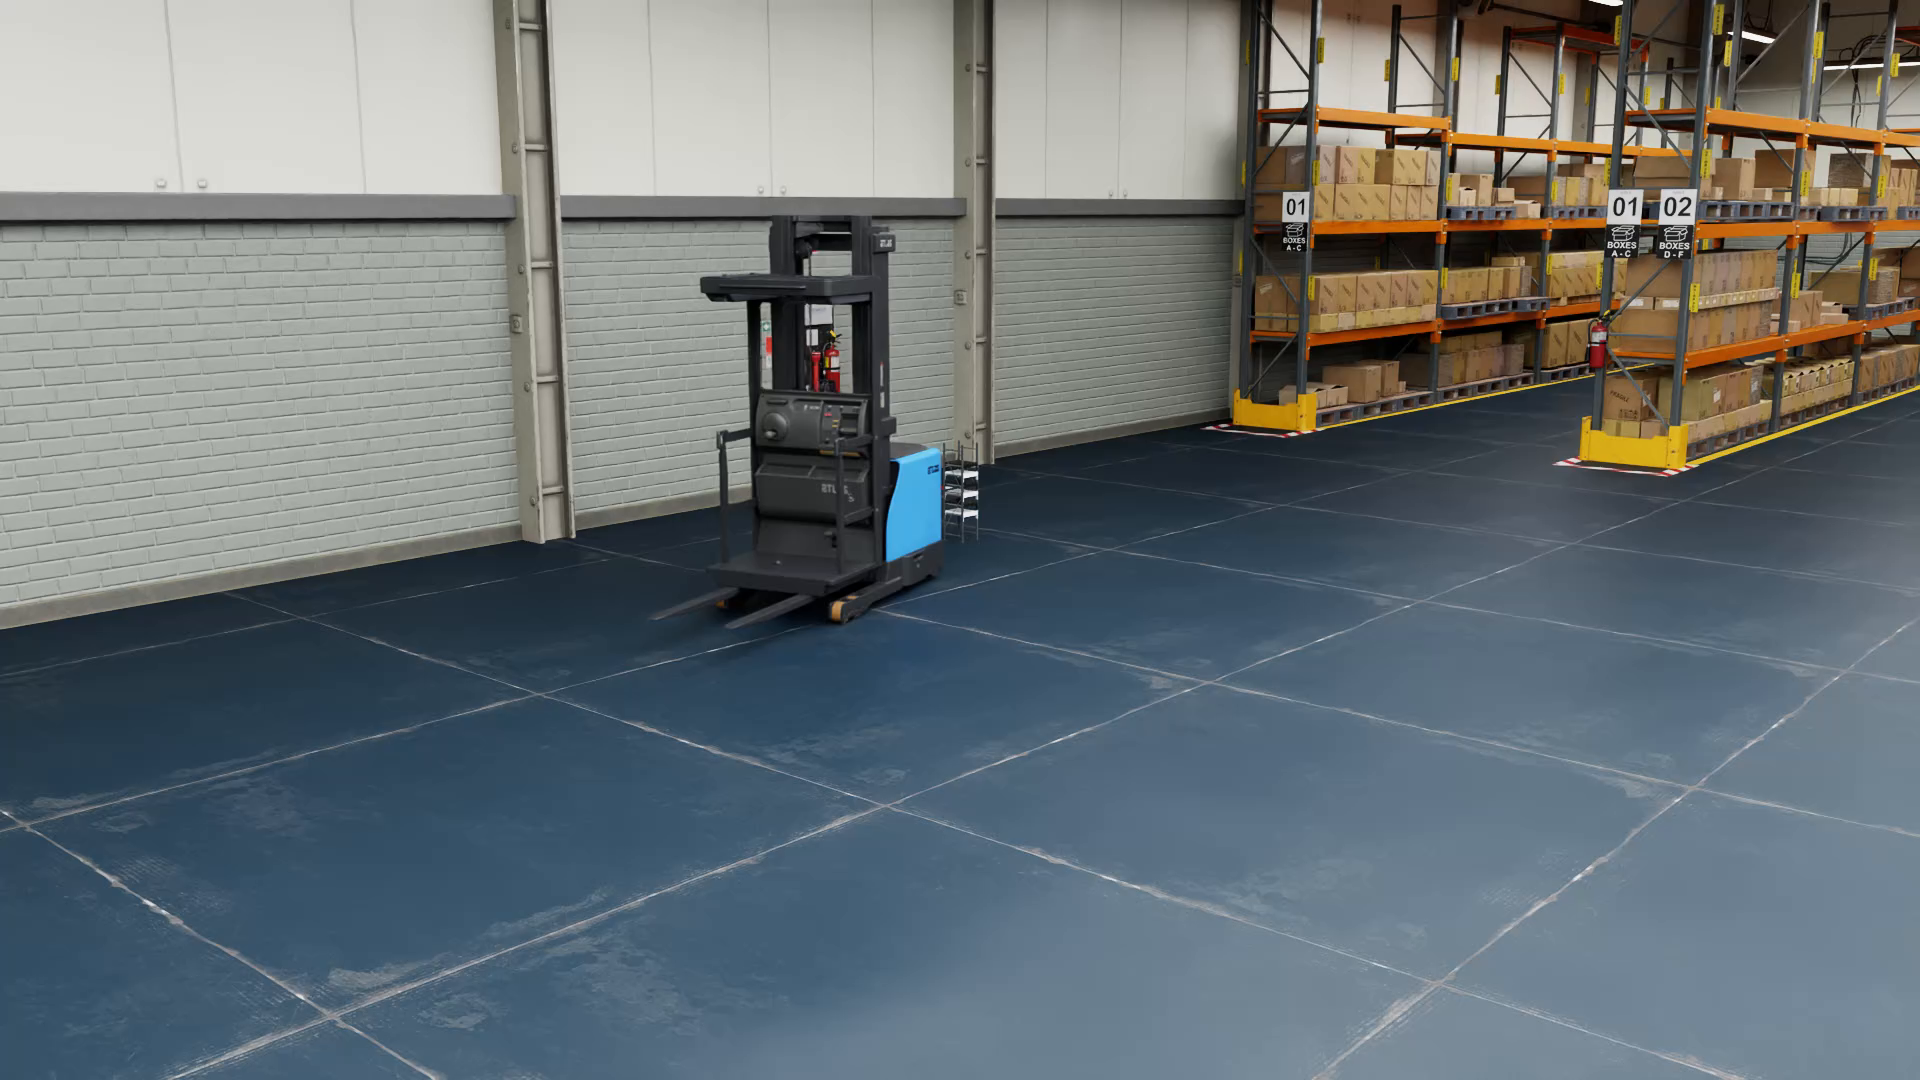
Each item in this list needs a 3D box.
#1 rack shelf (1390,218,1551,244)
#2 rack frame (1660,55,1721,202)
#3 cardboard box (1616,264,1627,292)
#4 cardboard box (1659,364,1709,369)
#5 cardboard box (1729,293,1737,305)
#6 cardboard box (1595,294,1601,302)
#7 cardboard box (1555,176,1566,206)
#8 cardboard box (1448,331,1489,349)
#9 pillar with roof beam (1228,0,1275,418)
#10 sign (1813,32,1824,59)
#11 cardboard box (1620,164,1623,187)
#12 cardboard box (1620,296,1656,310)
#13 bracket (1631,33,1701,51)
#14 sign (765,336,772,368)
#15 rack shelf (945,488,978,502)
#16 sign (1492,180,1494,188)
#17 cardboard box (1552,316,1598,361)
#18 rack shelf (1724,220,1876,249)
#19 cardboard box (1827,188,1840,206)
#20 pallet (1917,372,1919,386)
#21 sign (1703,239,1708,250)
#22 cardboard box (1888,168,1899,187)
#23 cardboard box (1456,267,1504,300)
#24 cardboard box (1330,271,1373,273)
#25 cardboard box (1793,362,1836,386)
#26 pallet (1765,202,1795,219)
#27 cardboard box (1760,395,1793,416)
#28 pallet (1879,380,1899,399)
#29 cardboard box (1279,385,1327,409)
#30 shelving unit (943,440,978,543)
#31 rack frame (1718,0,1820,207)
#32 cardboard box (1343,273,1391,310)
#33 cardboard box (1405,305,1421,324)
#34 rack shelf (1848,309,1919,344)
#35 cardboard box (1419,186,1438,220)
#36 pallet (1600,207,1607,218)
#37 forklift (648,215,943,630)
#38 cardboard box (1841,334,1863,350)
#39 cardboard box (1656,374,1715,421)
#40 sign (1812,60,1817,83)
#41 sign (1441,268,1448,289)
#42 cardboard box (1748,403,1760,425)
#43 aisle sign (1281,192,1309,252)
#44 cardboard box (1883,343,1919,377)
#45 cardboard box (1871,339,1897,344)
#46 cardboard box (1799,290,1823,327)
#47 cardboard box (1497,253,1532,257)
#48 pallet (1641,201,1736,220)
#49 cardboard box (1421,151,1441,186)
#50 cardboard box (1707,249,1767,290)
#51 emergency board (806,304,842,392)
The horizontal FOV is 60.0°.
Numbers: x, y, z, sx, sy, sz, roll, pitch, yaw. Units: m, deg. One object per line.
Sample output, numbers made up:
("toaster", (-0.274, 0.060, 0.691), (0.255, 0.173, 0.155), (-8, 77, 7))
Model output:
("rack shelf", (8.276, -5.038, 26.996), (1.077, 0.370, 4.000), (10, 15, 40))
("rack frame", (14.877, -8.333, 33.998), (1.000, 3.000, 0.127), (10, 15, 40))
("cardboard box", (12.121, -4.907, 31.095), (0.500, 0.500, 0.500), (9, 15, 39))
("cardboard box", (9.478, -2.036, 21.821), (0.500, 0.500, 0.500), (10, 15, 40))
("cardboard box", (9.475, -3.021, 20.804), (0.380, 0.149, 0.250), (10, 15, 41))
("cardboard box", (11.531, -4.457, 30.497), (0.380, 0.149, 0.250), (10, 15, 40))
("cardboard box", (10.183, -6.114, 29.164), (0.700, 0.500, 0.500), (9, 14, 37))
("cardboard box", (8.401, -3.307, 27.495), (0.500, 0.250, 0.500), (10, 15, 40))
("pillar with roof beam", (7.361, -5.638, 20.501), (9.100, 9.000, 0.400), (10, 15, 40))
("sign", (11.080, -6.388, 21.470), (0.100, 0.325, 0.005), (10, 15, 40))
("cardboard box", (12.522, -6.956, 31.901), (0.500, 0.500, 0.500), (10, 15, 40))
("cardboard box", (8.148, -2.846, 19.927), (0.380, 0.149, 0.250), (9, 15, 39))
("bracket", (14.290, -10.119, 33.748), (0.076, 0.066, 4.783), (10, 15, 40))
("sign", (-1.936, -1.960, 17.316), (0.001, 0.329, 0.234), (10, 15, 40))
("rack shelf", (0.005, -0.410, 15.174), (0.258, 0.077, 0.200), (10, 15, 40))
("sign", (9.185, -6.051, 28.706), (0.100, 0.325, 0.005), (10, 15, 40))
("cardboard box", (11.321, -3.711, 30.589), (0.750, 0.750, 0.750), (10, 15, 42))
("rack shelf", (11.999, -4.398, 23.792), (1.077, 0.370, 4.000), (10, 15, 40))
("cardboard box", (12.344, -4.942, 23.986), (0.500, 0.250, 0.500), (9, 15, 39))
("pallet", (16.414, -2.896, 29.213), (1.003, 0.211, 1.213), (10, 15, 40))
("sign", (15.275, -6.003, 34.087), (0.100, 0.325, 0.005), (10, 15, 40))
("cardboard box", (14.694, -5.677, 26.773), (0.600, 0.600, 0.600), (9, 14, 38))
("cardboard box", (8.488, -4.223, 27.355), (0.700, 0.500, 0.500), (10, 15, 40))
("cardboard box", (5.811, -3.740, 24.732), (0.500, 0.500, 0.500), (10, 15, 42))
("cardboard box", (12.485, -2.447, 24.359), (0.500, 0.311, 0.500), (10, 15, 40))
("pallet", (10.136, -4.285, 21.612), (1.003, 0.211, 1.213), (10, 15, 40))
("cardboard box", (11.131, -1.871, 22.907), (0.500, 0.250, 0.500), (9, 15, 39))
("pallet", (14.646, -2.491, 27.182), (1.003, 0.211, 1.213), (10, 15, 40))
("cardboard box", (4.839, -2.025, 23.471), (0.500, 0.311, 0.500), (8, 14, 34))
("shelving unit", (0.005, -0.442, 15.168), (0.258, 0.900, 0.210), (10, 15, 40))
("rack frame", (10.679, -5.928, 21.954), (1.000, 3.000, 0.127), (10, 15, 40))
("cardboard box", (5.867, -3.597, 24.018), (0.500, 0.500, 0.500), (10, 15, 42))
("cardboard box", (6.536, -3.381, 24.852), (0.500, 0.250, 0.500), (10, 15, 41))
("rack shelf", (14.640, -3.516, 27.032), (1.077, 0.370, 4.000), (10, 15, 40))
("cardboard box", (6.806, -5.049, 24.907), (0.500, 0.500, 0.500), (10, 15, 42))
("pallet", (11.668, -6.039, 30.657), (0.805, 0.209, 1.217), (9, 14, 38))
("forklift", (-1.210, -0.922, 12.382), (1.130, 2.935, 3.031), (5, 12, 24))
("cardboard box", (14.467, -3.260, 27.258), (0.500, 0.250, 0.500), (9, 15, 39))
("cardboard box", (8.888, -1.747, 20.371), (0.500, 0.500, 0.500), (10, 15, 40))
("sign", (12.906, -7.082, 25.146), (0.100, 0.325, 0.005), (10, 15, 40))
("sign", (7.368, -3.981, 25.316), (0.100, 0.325, 0.005), (10, 15, 40))
("cardboard box", (10.200, -1.675, 21.925), (0.500, 0.250, 0.500), (10, 15, 40))
("aisle sign", (4.493, -4.263, 22.298), (0.394, 0.787, 0.004), (10, 15, 40))
("cardboard box", (15.850, -3.043, 28.088), (0.500, 0.500, 0.500), (10, 15, 40))
("cardboard box", (16.123, -3.274, 29.240), (0.500, 0.500, 0.500), (10, 15, 40))
("cardboard box", (12.224, -3.375, 24.232), (0.500, 0.500, 0.500), (9, 14, 37))
("cardboard box", (9.701, -4.887, 29.080), (0.500, 0.250, 0.500), (10, 15, 42))
("pallet", (8.525, -3.926, 19.814), (1.003, 0.211, 1.213), (10, 15, 40))
("cardboard box", (6.829, -5.537, 24.798), (0.500, 0.500, 0.500), (8, 14, 36))
("cardboard box", (10.058, -3.531, 21.701), (0.700, 0.500, 0.500), (10, 15, 40))
("emergency board", (-1.493, -2.011, 17.660), (0.194, 1.169, 0.643), (10, 15, 40))
